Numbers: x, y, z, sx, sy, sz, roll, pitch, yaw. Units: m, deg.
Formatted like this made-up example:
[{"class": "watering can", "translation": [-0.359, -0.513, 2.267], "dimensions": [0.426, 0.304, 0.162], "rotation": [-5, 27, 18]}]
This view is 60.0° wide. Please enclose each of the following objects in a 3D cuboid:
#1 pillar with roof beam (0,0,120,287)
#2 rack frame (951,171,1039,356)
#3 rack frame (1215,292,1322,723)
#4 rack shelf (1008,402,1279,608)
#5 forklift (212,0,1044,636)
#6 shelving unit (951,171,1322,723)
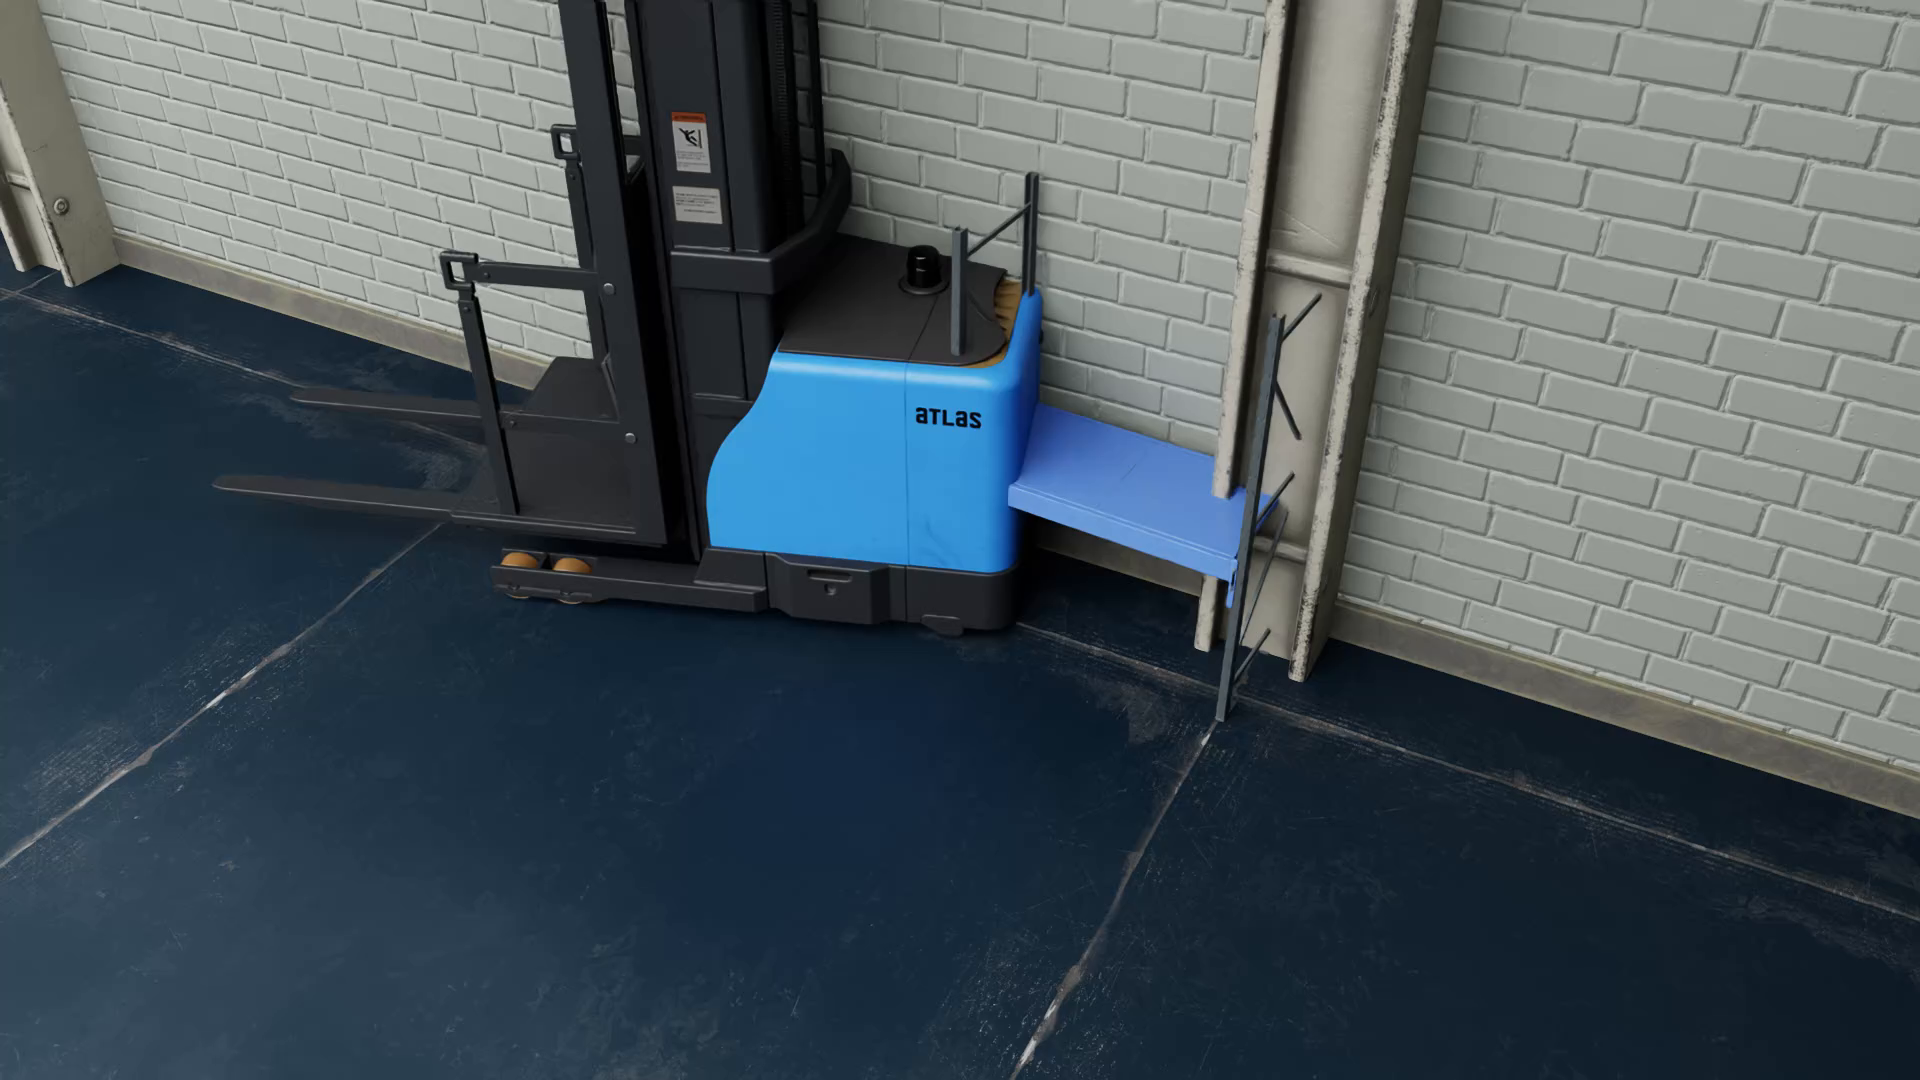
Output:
[{"class": "pillar with roof beam", "translation": [-6.252, -2.596, 2.228], "dimensions": [0.400, 9.000, 9.100], "rotation": [17, 41, 21]}, {"class": "rack frame", "translation": [0.108, -0.448, 5.594], "dimensions": [0.032, 1.500, 0.500], "rotation": [20, 41, 24]}, {"class": "rack frame", "translation": [0.984, -0.134, 5.186], "dimensions": [0.032, 1.500, 0.500], "rotation": [20, 41, 24]}, {"class": "rack shelf", "translation": [0.544, -0.147, 5.497], "dimensions": [1.000, 0.185, 0.538], "rotation": [20, 41, 24]}, {"class": "forklift", "translation": [-1.222, -1.247, 5.468], "dimensions": [3.031, 2.935, 1.130], "rotation": [5, 38, 7]}, {"class": "shelving unit", "translation": [0.546, -0.291, 5.390], "dimensions": [1.048, 1.500, 0.538], "rotation": [20, 41, 24]}]
